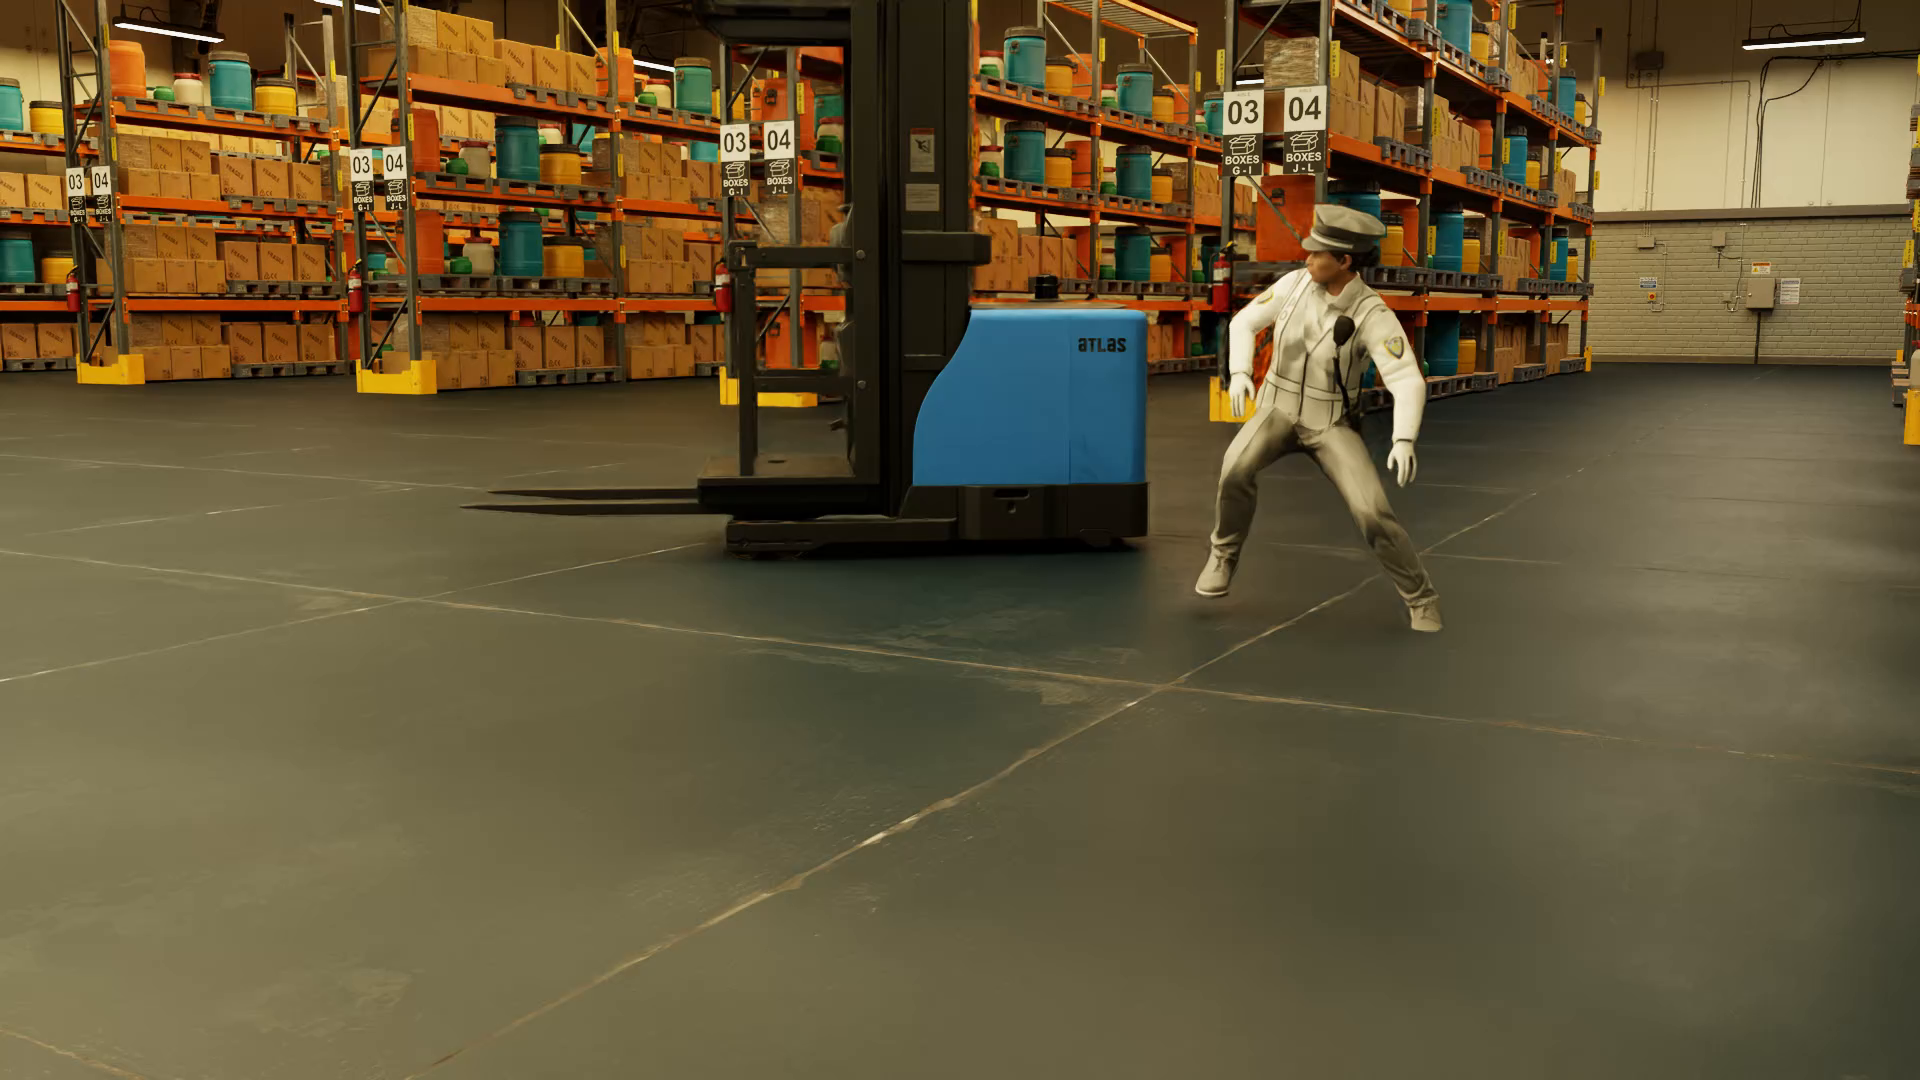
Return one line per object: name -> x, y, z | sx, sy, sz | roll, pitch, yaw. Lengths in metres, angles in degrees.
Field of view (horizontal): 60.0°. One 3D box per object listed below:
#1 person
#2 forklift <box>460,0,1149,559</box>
person -> 1.258, -0.401, 5.696 | 0.839, 1.468, 0.654 | 3, 9, 23
forklift -> -0.707, -1.443, 7.552 | 3.031, 2.935, 1.130 | -1, 8, -6
